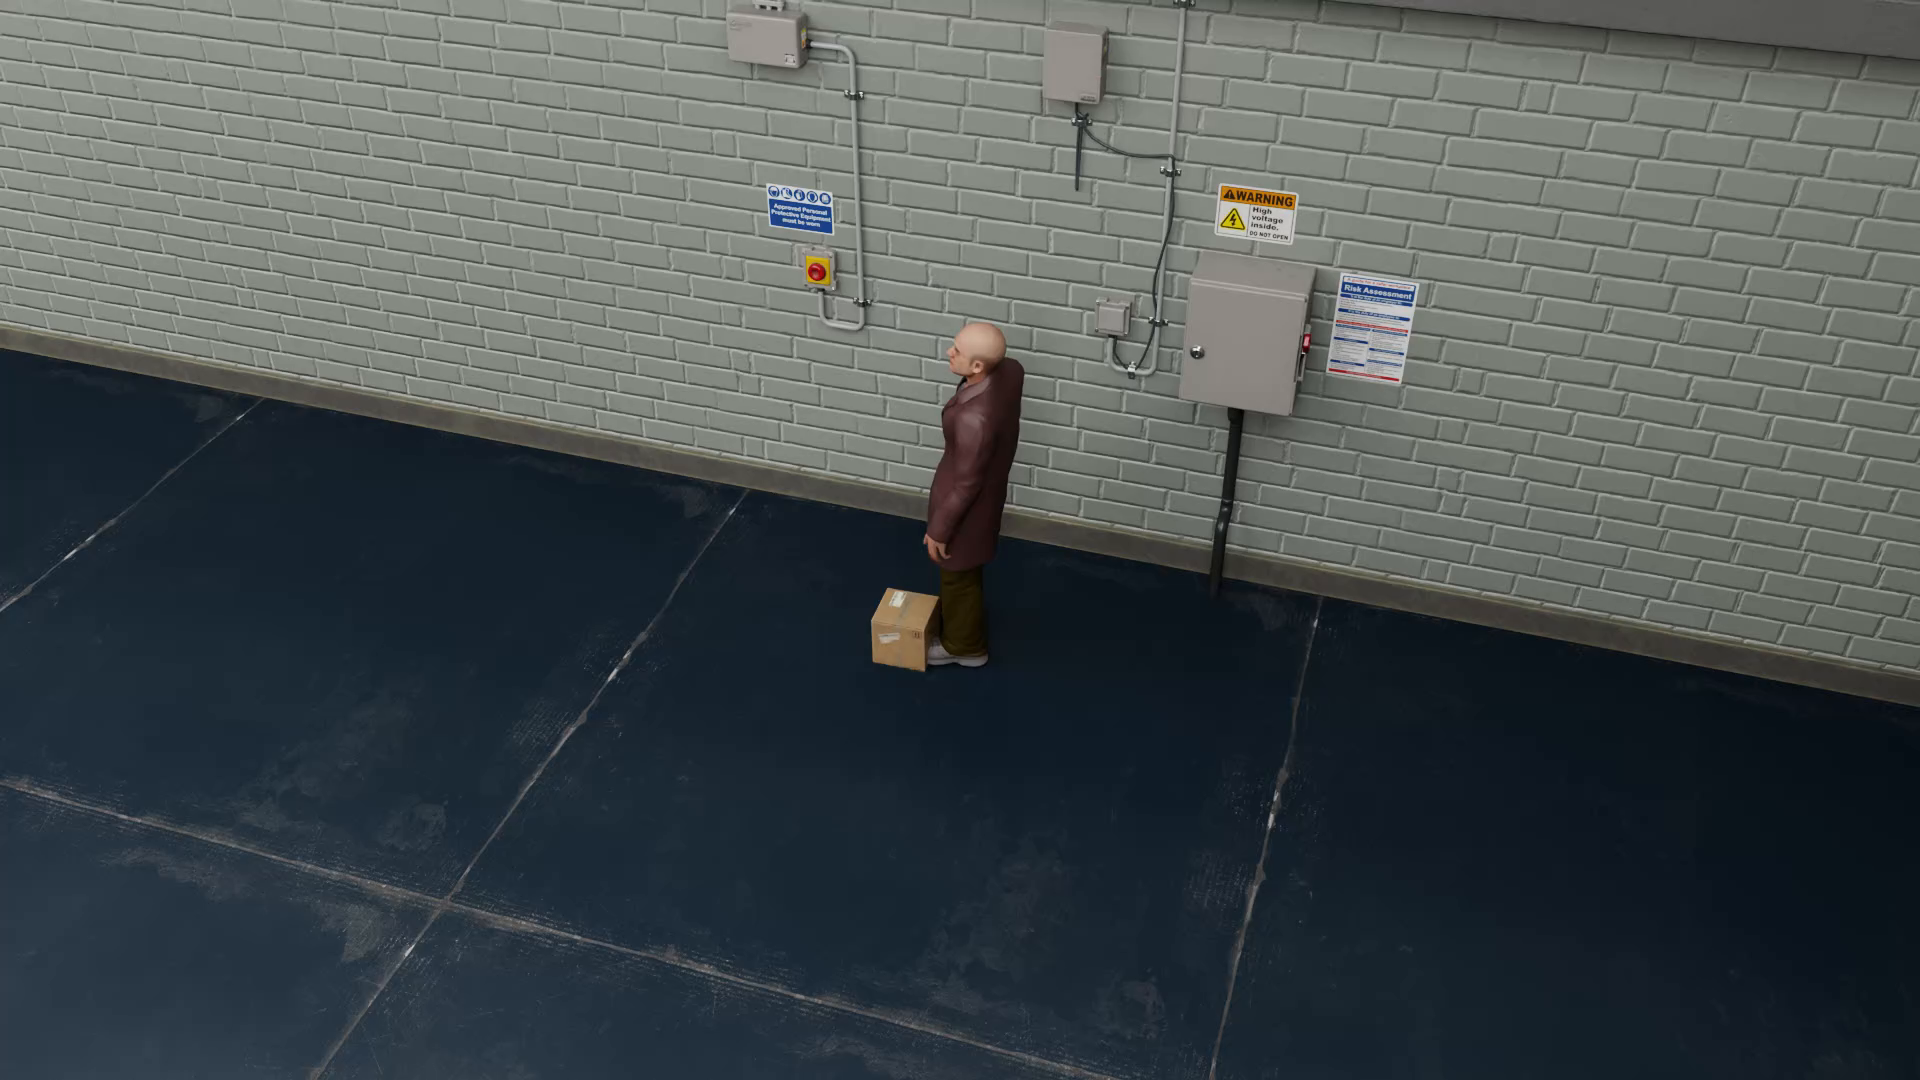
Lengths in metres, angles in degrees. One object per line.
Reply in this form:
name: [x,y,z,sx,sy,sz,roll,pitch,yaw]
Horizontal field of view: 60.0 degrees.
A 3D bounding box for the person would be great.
person: [-0.056,-0.188,7.143,0.582,1.776,0.697,11,38,14]
